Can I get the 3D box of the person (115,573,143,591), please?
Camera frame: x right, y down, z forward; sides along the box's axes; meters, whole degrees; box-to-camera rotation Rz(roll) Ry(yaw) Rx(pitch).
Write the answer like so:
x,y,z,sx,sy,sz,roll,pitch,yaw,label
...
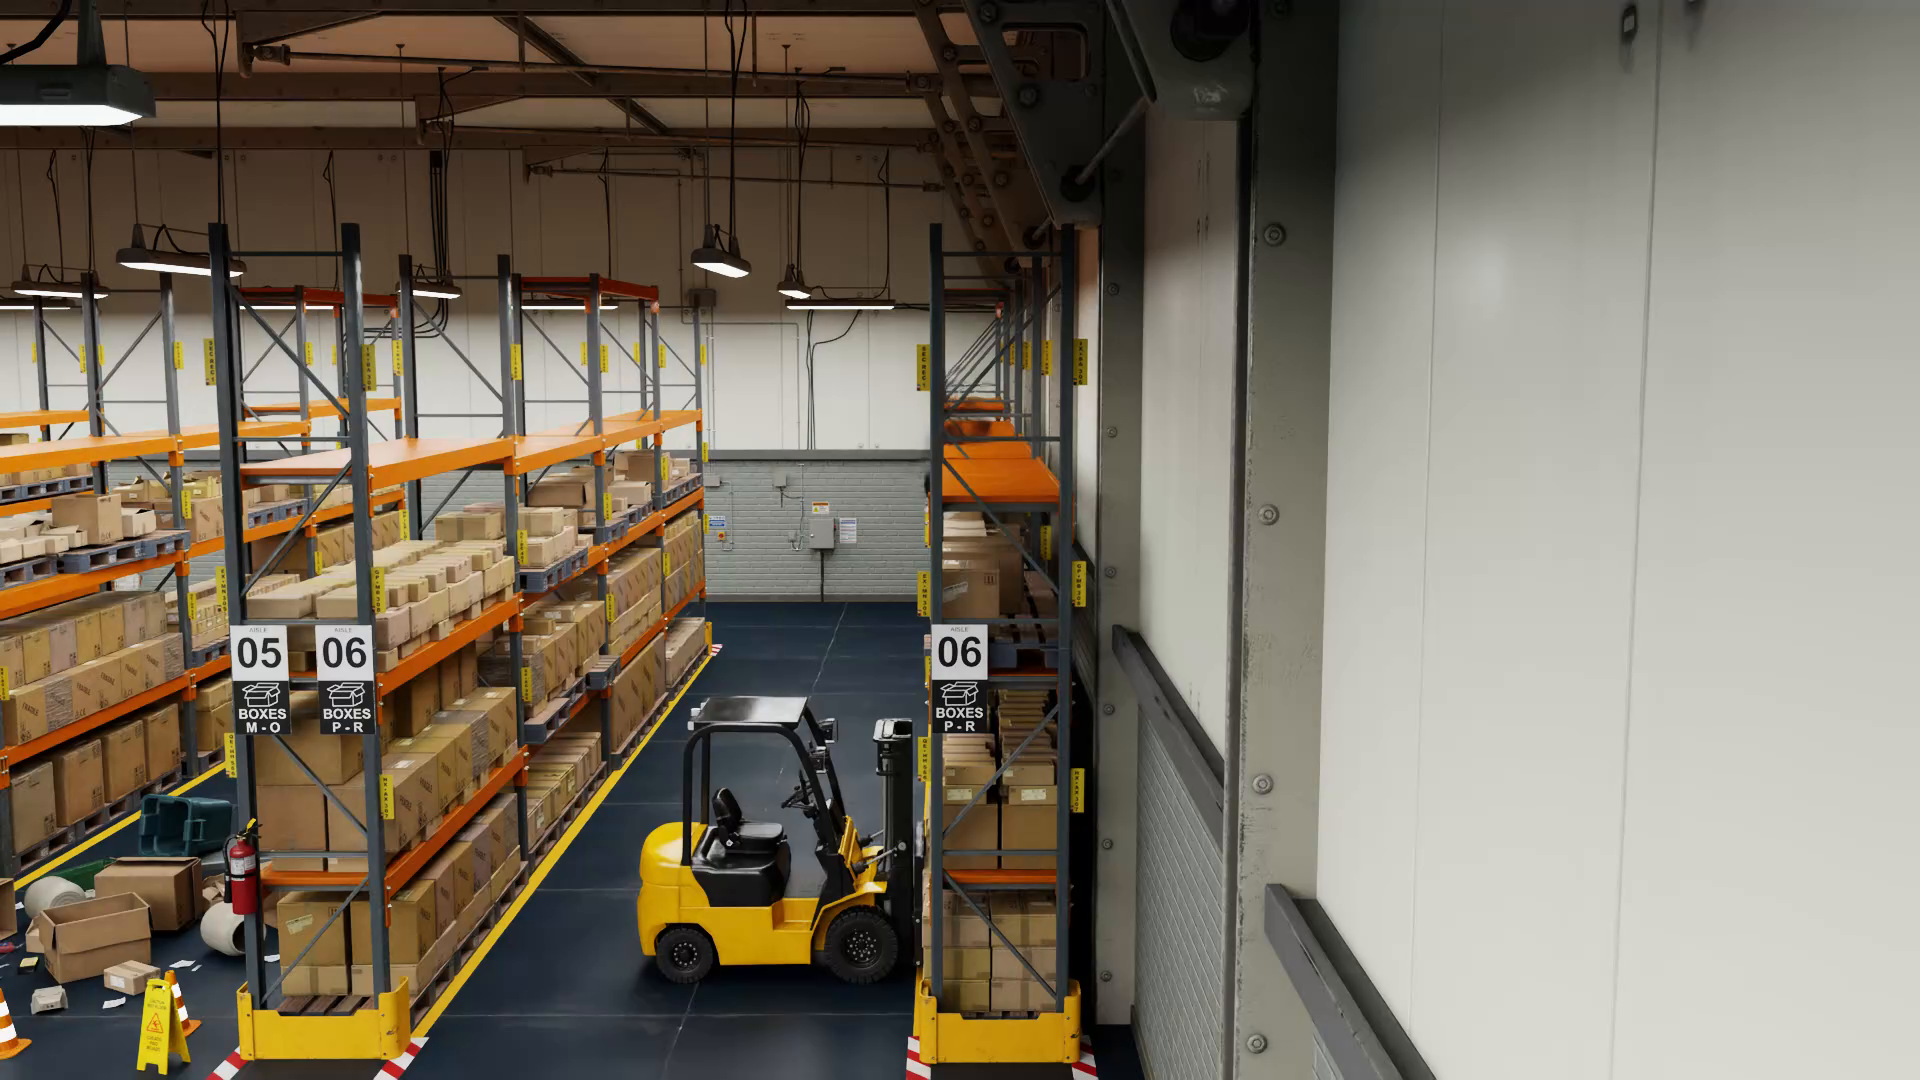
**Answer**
x,y,z,sx,sy,sz,roll,pitch,yaw,label
-14.640,0.960,29.189,0.808,1.680,0.644,2,7,17,person
